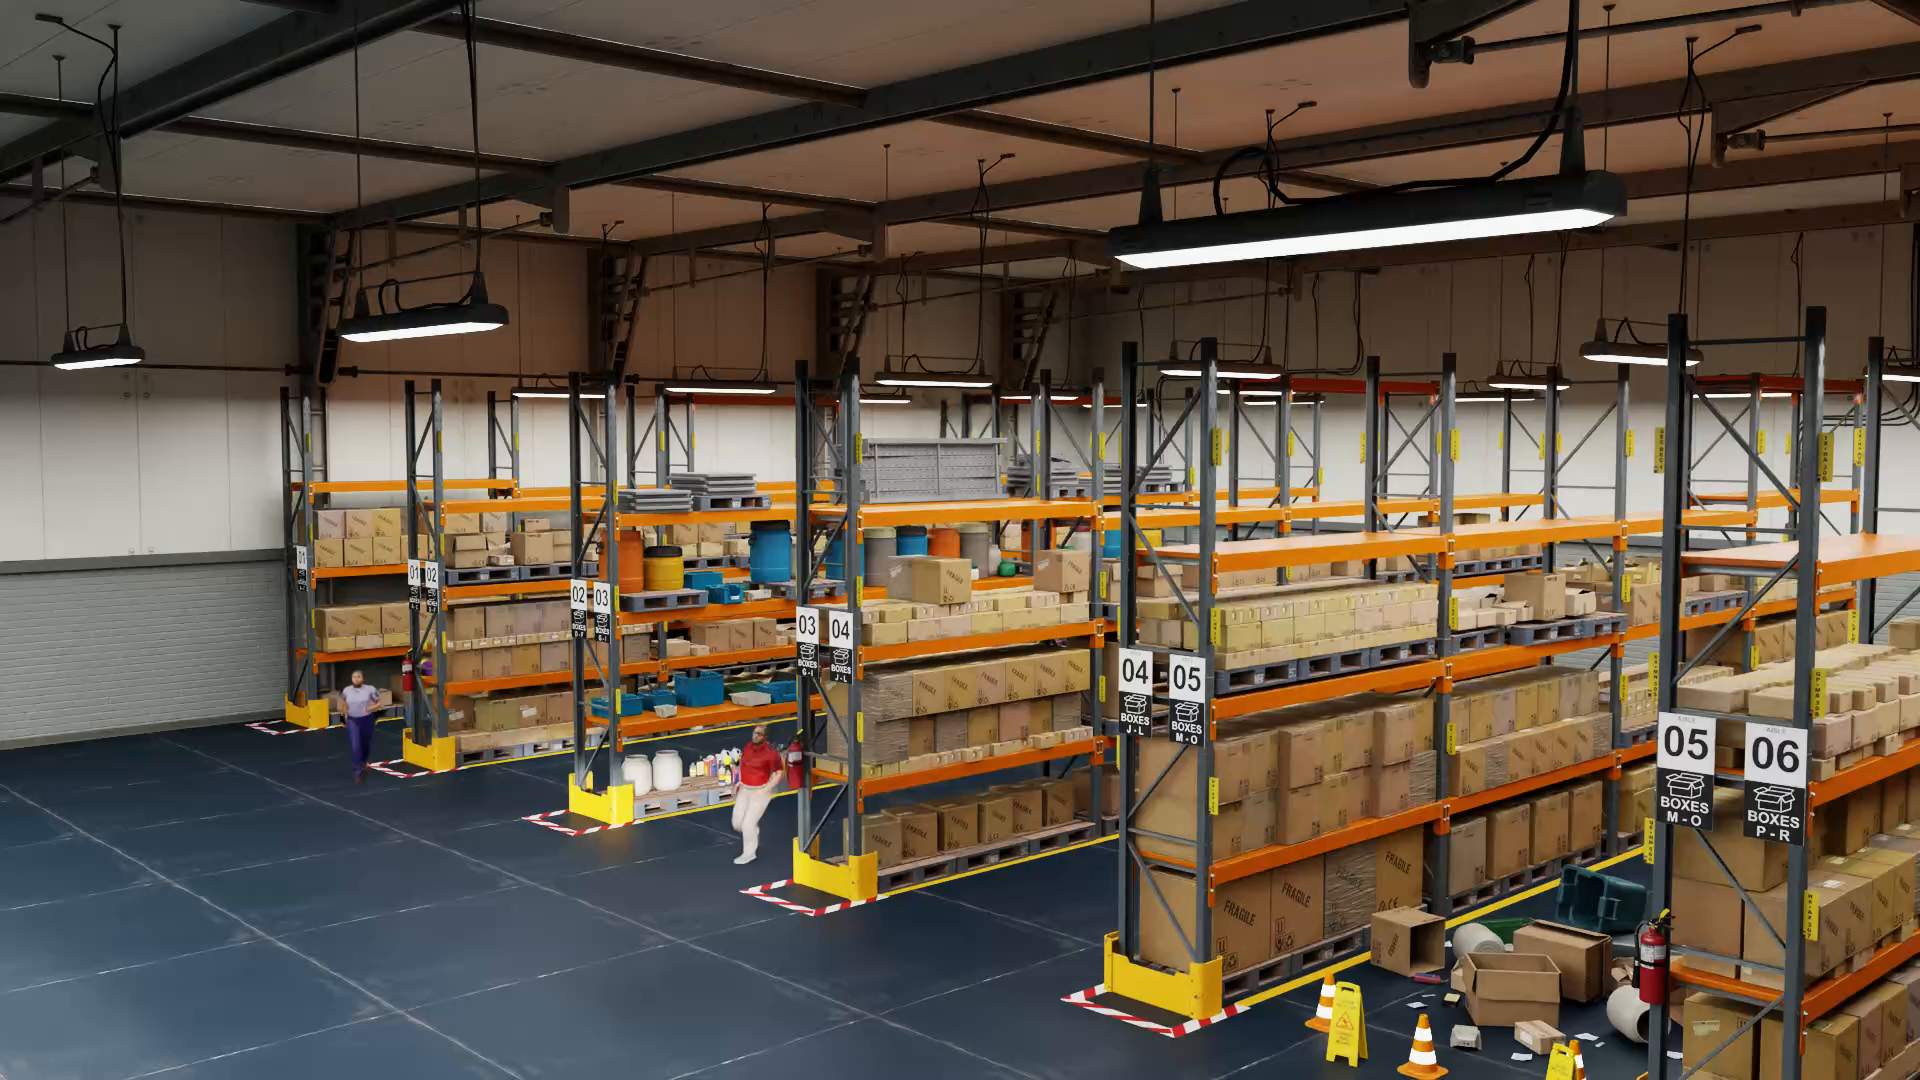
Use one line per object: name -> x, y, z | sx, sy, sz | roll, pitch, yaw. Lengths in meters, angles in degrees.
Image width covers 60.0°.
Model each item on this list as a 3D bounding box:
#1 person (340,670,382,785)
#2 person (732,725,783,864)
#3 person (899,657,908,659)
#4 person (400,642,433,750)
person -> -8.945, 2.762, 24.854 | 0.593, 1.667, 0.868 | -1, 4, -20
person -> -2.424, 3.052, 20.079 | 0.713, 1.681, 0.578 | 2, 4, 31
person -> -0.814, 2.386, 29.980 | 0.684, 1.765, 0.884 | 3, 4, 35
person -> -8.842, 2.546, 27.441 | 0.707, 1.763, 0.836 | 4, 5, 44
